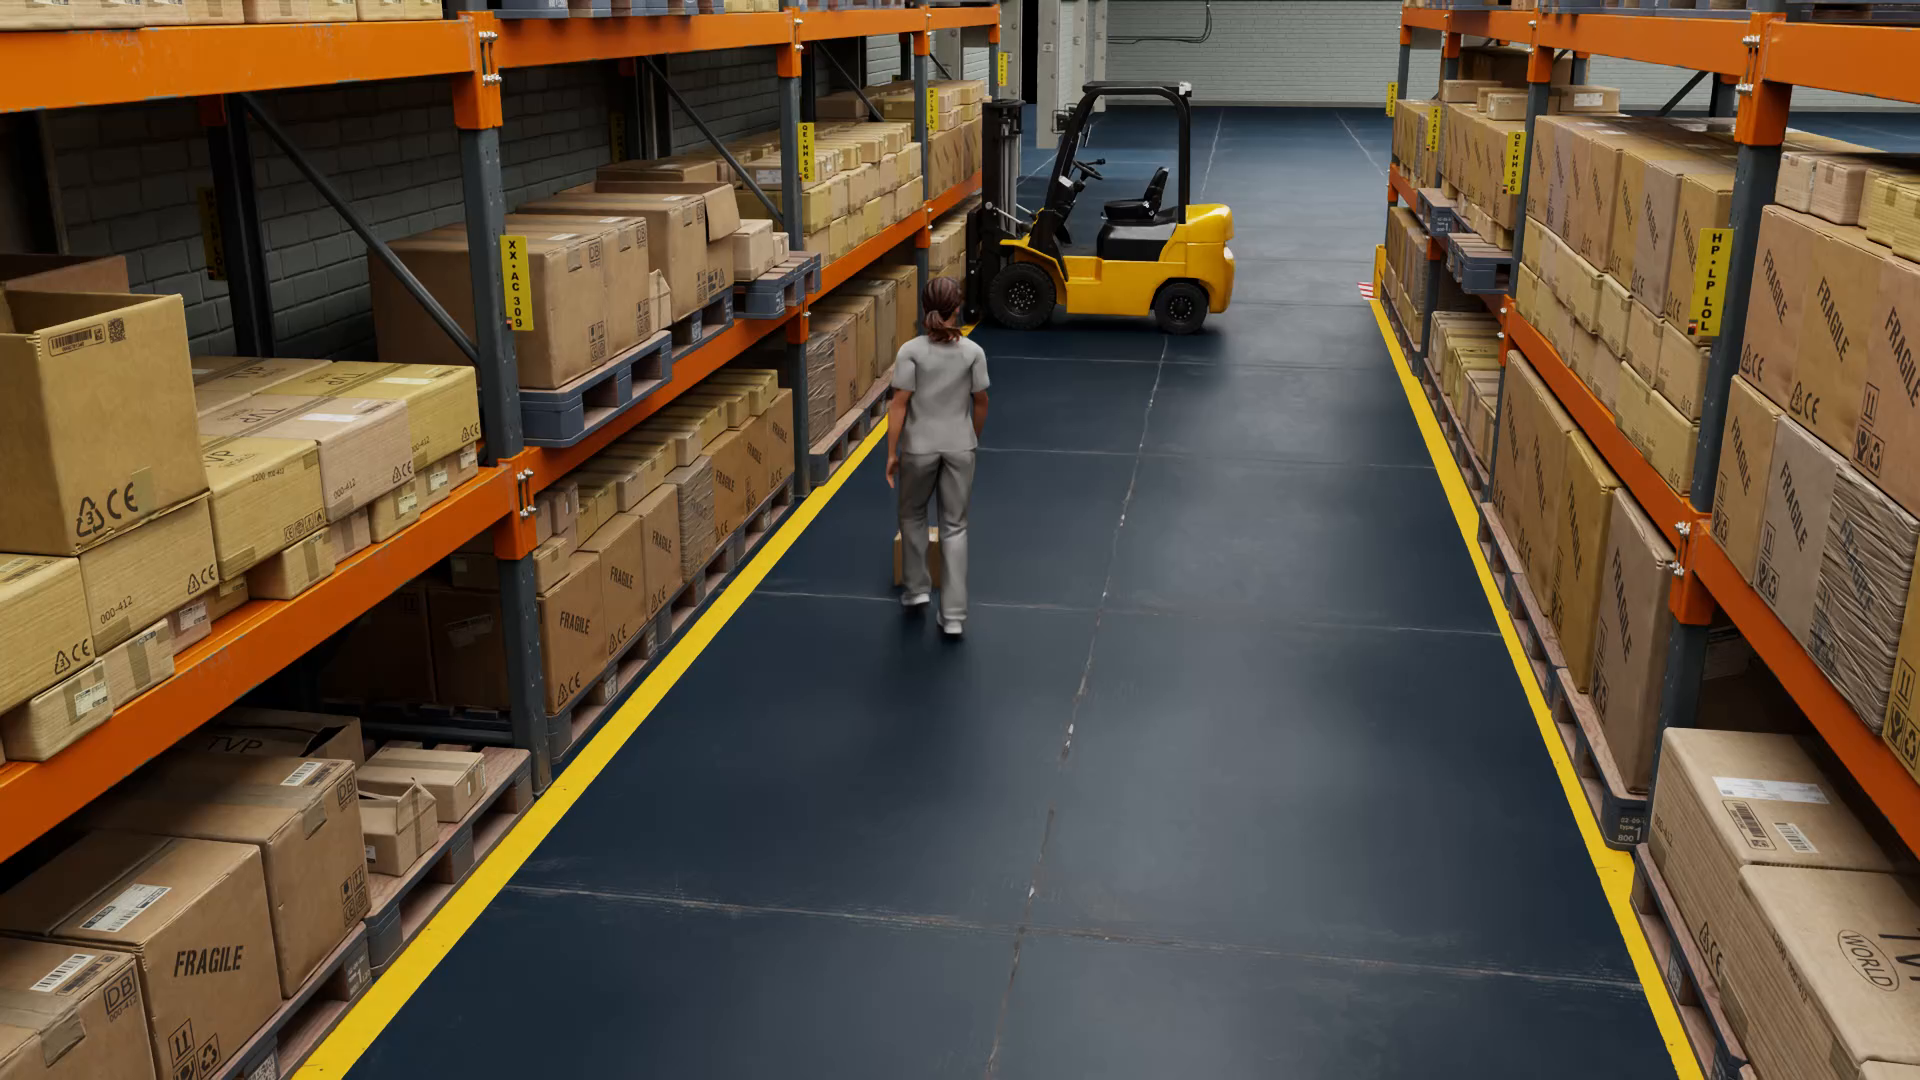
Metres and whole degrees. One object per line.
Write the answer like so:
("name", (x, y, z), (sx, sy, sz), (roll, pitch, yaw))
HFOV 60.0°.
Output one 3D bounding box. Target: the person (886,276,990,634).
("person", (-0.113, -0.405, 7.830), (0.494, 1.702, 0.670), (-2, 18, -5))
